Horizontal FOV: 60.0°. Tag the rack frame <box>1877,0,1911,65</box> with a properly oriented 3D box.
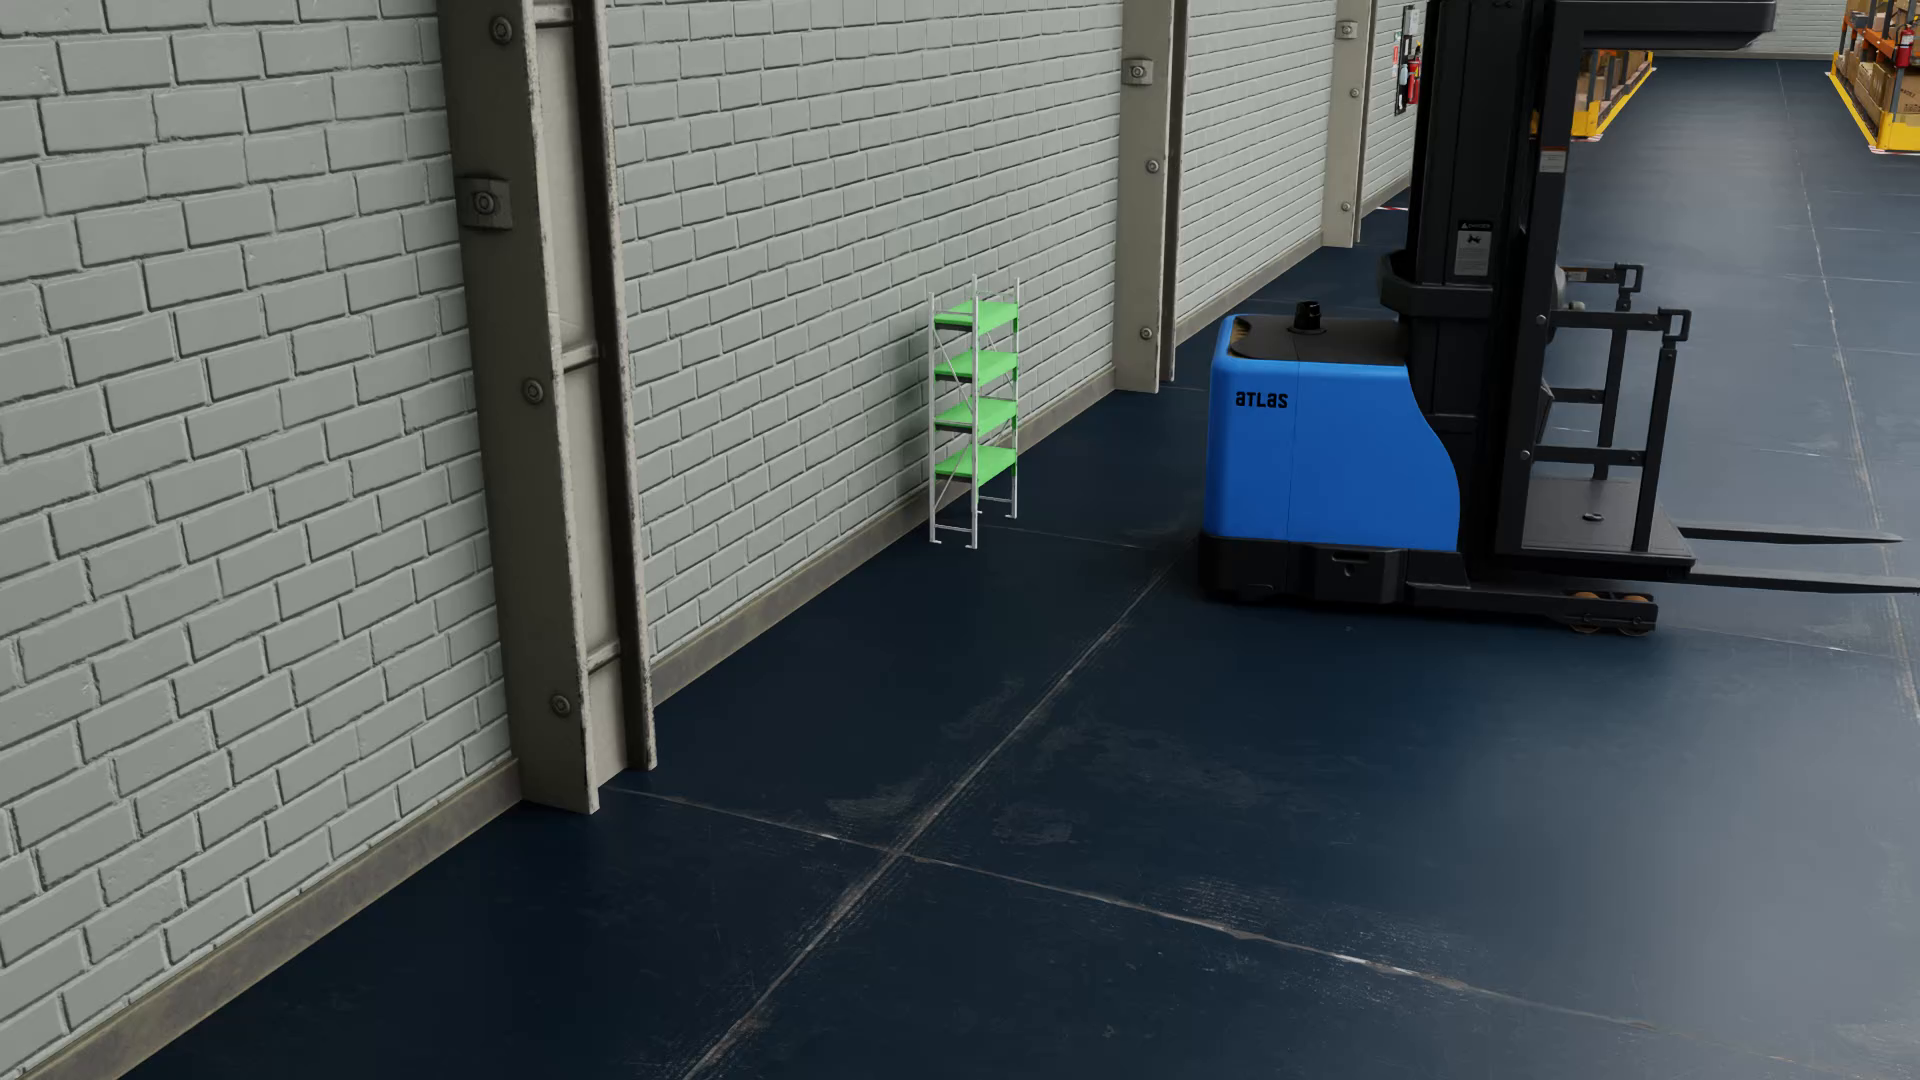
[{"bbox_3d":[15.220,-8.143,26.390,1.000,3.000,0.127,9,21,23],"label":"rack frame"}]

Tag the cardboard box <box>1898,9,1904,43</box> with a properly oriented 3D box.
[{"bbox_3d":[14.834,-7.892,25.534,0.700,0.500,0.500,8,21,22],"label":"cardboard box"}]

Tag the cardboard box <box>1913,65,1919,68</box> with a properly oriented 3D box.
[{"bbox_3d":[15.014,-7.076,25.747,0.500,0.500,0.500,9,21,23],"label":"cardboard box"}]

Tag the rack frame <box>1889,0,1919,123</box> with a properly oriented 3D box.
[{"bbox_3d":[13.582,-6.921,22.952,1.000,3.000,0.127,9,21,23],"label":"rack frame"}]

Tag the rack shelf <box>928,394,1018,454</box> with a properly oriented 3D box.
[{"bbox_3d":[0.068,-0.556,7.931,0.258,0.148,0.480,9,21,23],"label":"rack shelf"}]

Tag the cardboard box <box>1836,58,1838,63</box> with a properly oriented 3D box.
[{"bbox_3d":[19.649,-10.595,36.882,0.380,0.149,0.250,9,21,23],"label":"cardboard box"}]

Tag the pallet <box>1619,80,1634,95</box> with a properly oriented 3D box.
[{"bbox_3d":[12.728,-8.962,32.853,1.003,0.211,1.213,9,21,23],"label":"pallet"}]

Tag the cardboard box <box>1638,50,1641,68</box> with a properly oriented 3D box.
[{"bbox_3d":[14.583,-10.655,36.557,0.700,0.500,0.500,8,21,22],"label":"cardboard box"}]

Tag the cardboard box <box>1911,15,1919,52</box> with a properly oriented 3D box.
[{"bbox_3d":[13.785,-7.109,23.332,0.700,0.500,0.500,9,21,23],"label":"cardboard box"}]

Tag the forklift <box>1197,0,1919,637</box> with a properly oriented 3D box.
[{"bbox_3d":[2.603,-1.178,6.906,3.031,2.935,1.130,4,20,11],"label":"forklift"}]

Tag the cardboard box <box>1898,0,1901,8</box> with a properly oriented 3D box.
[{"bbox_3d":[14.726,-8.285,25.670,0.380,0.149,0.250,8,21,21],"label":"cardboard box"}]

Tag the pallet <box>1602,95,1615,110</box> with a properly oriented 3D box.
[{"bbox_3d":[11.016,-7.746,29.436,1.003,0.211,1.213,9,21,23],"label":"pallet"}]

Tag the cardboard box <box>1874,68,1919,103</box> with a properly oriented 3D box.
[{"bbox_3d":[14.132,-6.841,25.087,0.500,0.500,0.500,9,21,23],"label":"cardboard box"}]

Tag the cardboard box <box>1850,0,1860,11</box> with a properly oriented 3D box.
[{"bbox_3d":[18.098,-10.720,32.859,0.700,0.500,0.500,2,20,4],"label":"cardboard box"}]

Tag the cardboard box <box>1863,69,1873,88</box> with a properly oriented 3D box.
[{"bbox_3d":[15.538,-7.785,28.023,0.500,0.311,0.500,8,21,23],"label":"cardboard box"}]

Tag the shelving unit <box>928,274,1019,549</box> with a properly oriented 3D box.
[{"bbox_3d":[0.068,-0.616,7.910,0.258,1.200,0.503,9,21,23],"label":"shelving unit"}]

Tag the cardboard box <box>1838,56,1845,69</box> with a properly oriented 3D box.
[{"bbox_3d":[19.243,-10.291,35.875,0.500,0.250,0.500,9,21,23],"label":"cardboard box"}]

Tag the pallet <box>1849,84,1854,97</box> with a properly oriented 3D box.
[{"bbox_3d":[17.699,-8.647,31.968,1.003,0.211,1.213,9,21,23],"label":"pallet"}]

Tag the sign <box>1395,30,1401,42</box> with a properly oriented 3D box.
[{"bbox_3d":[4.744,-5.459,17.999,0.001,0.109,0.331,9,21,23],"label":"sign"}]

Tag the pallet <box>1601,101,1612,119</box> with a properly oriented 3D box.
[{"bbox_3d":[10.456,-7.298,28.175,1.003,0.211,1.213,9,21,23],"label":"pallet"}]

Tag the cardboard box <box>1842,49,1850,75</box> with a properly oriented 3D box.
[{"bbox_3d":[18.470,-9.832,34.211,0.500,0.500,0.500,9,21,23],"label":"cardboard box"}]

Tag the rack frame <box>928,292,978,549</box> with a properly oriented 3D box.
[{"bbox_3d":[-0.032,-0.541,7.700,0.240,1.200,0.015,9,21,23],"label":"rack frame"}]

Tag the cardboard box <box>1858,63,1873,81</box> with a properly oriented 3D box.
[{"bbox_3d":[16.168,-8.251,29.333,0.500,0.311,0.500,8,21,21],"label":"cardboard box"}]

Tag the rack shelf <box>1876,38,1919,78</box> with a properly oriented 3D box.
[{"bbox_3d":[14.401,-7.193,24.792,1.077,0.370,4.000,9,21,23],"label":"rack shelf"}]

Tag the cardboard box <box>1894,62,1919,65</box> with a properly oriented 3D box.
[{"bbox_3d":[16.868,-8.339,29.580,0.500,0.311,0.500,9,22,24],"label":"cardboard box"}]

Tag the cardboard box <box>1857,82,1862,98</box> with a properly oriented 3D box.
[{"bbox_3d":[15.963,-7.835,29.001,0.500,0.250,0.500,8,21,21],"label":"cardboard box"}]

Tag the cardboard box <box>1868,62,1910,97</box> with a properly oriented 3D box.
[{"bbox_3d":[14.744,-7.300,26.377,0.500,0.500,0.500,9,21,23],"label":"cardboard box"}]

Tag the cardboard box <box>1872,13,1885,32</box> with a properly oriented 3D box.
[{"bbox_3d":[16.315,-9.077,29.150,0.500,0.311,0.500,8,21,22],"label":"cardboard box"}]

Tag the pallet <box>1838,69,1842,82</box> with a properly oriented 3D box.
[{"bbox_3d":[19.276,-9.859,35.377,1.003,0.211,1.213,9,21,23],"label":"pallet"}]

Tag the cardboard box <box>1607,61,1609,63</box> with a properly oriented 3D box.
[{"bbox_3d":[11.595,-8.550,30.607,0.700,0.500,0.500,8,21,22],"label":"cardboard box"}]

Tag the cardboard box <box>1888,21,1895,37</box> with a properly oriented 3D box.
[{"bbox_3d":[15.412,-8.374,27.240,0.396,0.266,0.258,8,21,21],"label":"cardboard box"}]

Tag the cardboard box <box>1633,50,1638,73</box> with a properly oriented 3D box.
[{"bbox_3d":[13.466,-9.964,34.091,0.750,0.750,0.750,9,22,24],"label":"cardboard box"}]

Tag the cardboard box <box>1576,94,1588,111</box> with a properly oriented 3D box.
[{"bbox_3d":[9.660,-6.913,26.287,0.500,0.311,0.500,11,22,27],"label":"cardboard box"}]

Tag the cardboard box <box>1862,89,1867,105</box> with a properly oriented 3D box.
[{"bbox_3d":[15.334,-7.367,27.683,0.500,0.250,0.500,8,21,22],"label":"cardboard box"}]

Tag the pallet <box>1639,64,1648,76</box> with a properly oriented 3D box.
[{"bbox_3d":[14.856,-10.550,37.318,1.003,0.211,1.213,9,21,23],"label":"pallet"}]

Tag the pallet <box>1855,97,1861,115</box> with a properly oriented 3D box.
[{"bbox_3d":[15.984,-7.434,28.558,1.003,0.211,1.213,9,21,23],"label":"pallet"}]

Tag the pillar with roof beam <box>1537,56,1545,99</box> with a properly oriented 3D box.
[{"bbox_3d":[14.943,-12.002,28.287,9.100,9.000,0.400,9,21,23],"label":"pillar with roof beam"}]

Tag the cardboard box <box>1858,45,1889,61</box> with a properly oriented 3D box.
[{"bbox_3d":[17.046,-9.085,30.993,0.500,0.250,0.500,9,22,25],"label":"cardboard box"}]

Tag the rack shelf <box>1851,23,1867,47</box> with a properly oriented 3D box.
[{"bbox_3d":[17.677,-9.639,31.668,1.077,0.370,4.000,9,21,23],"label":"rack shelf"}]

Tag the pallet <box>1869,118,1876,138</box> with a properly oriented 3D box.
[{"bbox_3d":[14.358,-6.218,25.138,1.003,0.211,1.213,9,21,23],"label":"pallet"}]

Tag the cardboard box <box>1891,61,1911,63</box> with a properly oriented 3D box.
[{"bbox_3d":[17.305,-8.496,30.455,0.500,0.500,0.500,10,22,25],"label":"cardboard box"}]

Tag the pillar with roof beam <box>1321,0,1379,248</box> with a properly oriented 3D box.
[{"bbox_3d":[7.572,-6.499,12.815,9.100,9.000,0.400,9,21,23],"label":"pillar with roof beam"}]

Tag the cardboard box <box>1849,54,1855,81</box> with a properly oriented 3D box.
[{"bbox_3d":[17.655,-9.188,32.401,0.500,0.500,0.500,9,21,23],"label":"cardboard box"}]

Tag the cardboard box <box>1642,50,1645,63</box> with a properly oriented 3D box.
[{"bbox_3d":[15.213,-11.130,37.891,0.700,0.500,0.500,8,21,23],"label":"cardboard box"}]

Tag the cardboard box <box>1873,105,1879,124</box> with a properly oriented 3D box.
[{"bbox_3d":[13.929,-6.335,24.782,0.500,0.250,0.500,9,21,23],"label":"cardboard box"}]

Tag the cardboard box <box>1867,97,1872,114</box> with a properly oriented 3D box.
[{"bbox_3d":[14.544,-6.793,26.071,0.500,0.250,0.500,9,21,23],"label":"cardboard box"}]

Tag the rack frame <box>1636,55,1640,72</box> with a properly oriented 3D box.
[{"bbox_3d":[13.975,-11.268,35.175,1.000,3.000,0.127,9,21,23],"label":"rack frame"}]

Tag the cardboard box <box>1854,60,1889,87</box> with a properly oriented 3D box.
[{"bbox_3d":[17.026,-8.714,31.068,0.500,0.500,0.500,9,22,25],"label":"cardboard box"}]

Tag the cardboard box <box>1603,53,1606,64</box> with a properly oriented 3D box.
[{"bbox_3d":[11.372,-8.727,29.986,0.500,0.250,0.500,8,21,21],"label":"cardboard box"}]

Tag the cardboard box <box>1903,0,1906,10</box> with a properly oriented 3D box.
[{"bbox_3d":[14.409,-8.046,24.999,0.380,0.149,0.250,8,21,21],"label":"cardboard box"}]

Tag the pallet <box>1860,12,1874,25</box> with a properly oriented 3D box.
[{"bbox_3d":[17.650,-9.871,31.534,1.003,0.211,1.213,9,21,23],"label":"pallet"}]

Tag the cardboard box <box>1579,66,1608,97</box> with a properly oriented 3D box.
[{"bbox_3d":[10.985,-8.079,29.283,0.700,0.500,0.500,9,22,25],"label":"cardboard box"}]

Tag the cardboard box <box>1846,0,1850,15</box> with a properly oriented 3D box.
[{"bbox_3d":[19.505,-11.601,35.963,0.500,0.500,0.500,8,21,22],"label":"cardboard box"}]

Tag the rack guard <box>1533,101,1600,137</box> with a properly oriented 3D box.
[{"bbox_3d":[9.092,-6.445,25.344,1.175,0.500,0.348,9,21,23],"label":"rack guard"}]

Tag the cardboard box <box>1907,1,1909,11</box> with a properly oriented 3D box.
[{"bbox_3d":[14.093,-7.812,24.342,0.380,0.149,0.250,9,22,24],"label":"cardboard box"}]

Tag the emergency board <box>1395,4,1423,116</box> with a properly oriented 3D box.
[{"bbox_3d":[5.055,-5.348,18.529,0.194,1.169,0.643,9,21,23],"label":"emergency board"}]
